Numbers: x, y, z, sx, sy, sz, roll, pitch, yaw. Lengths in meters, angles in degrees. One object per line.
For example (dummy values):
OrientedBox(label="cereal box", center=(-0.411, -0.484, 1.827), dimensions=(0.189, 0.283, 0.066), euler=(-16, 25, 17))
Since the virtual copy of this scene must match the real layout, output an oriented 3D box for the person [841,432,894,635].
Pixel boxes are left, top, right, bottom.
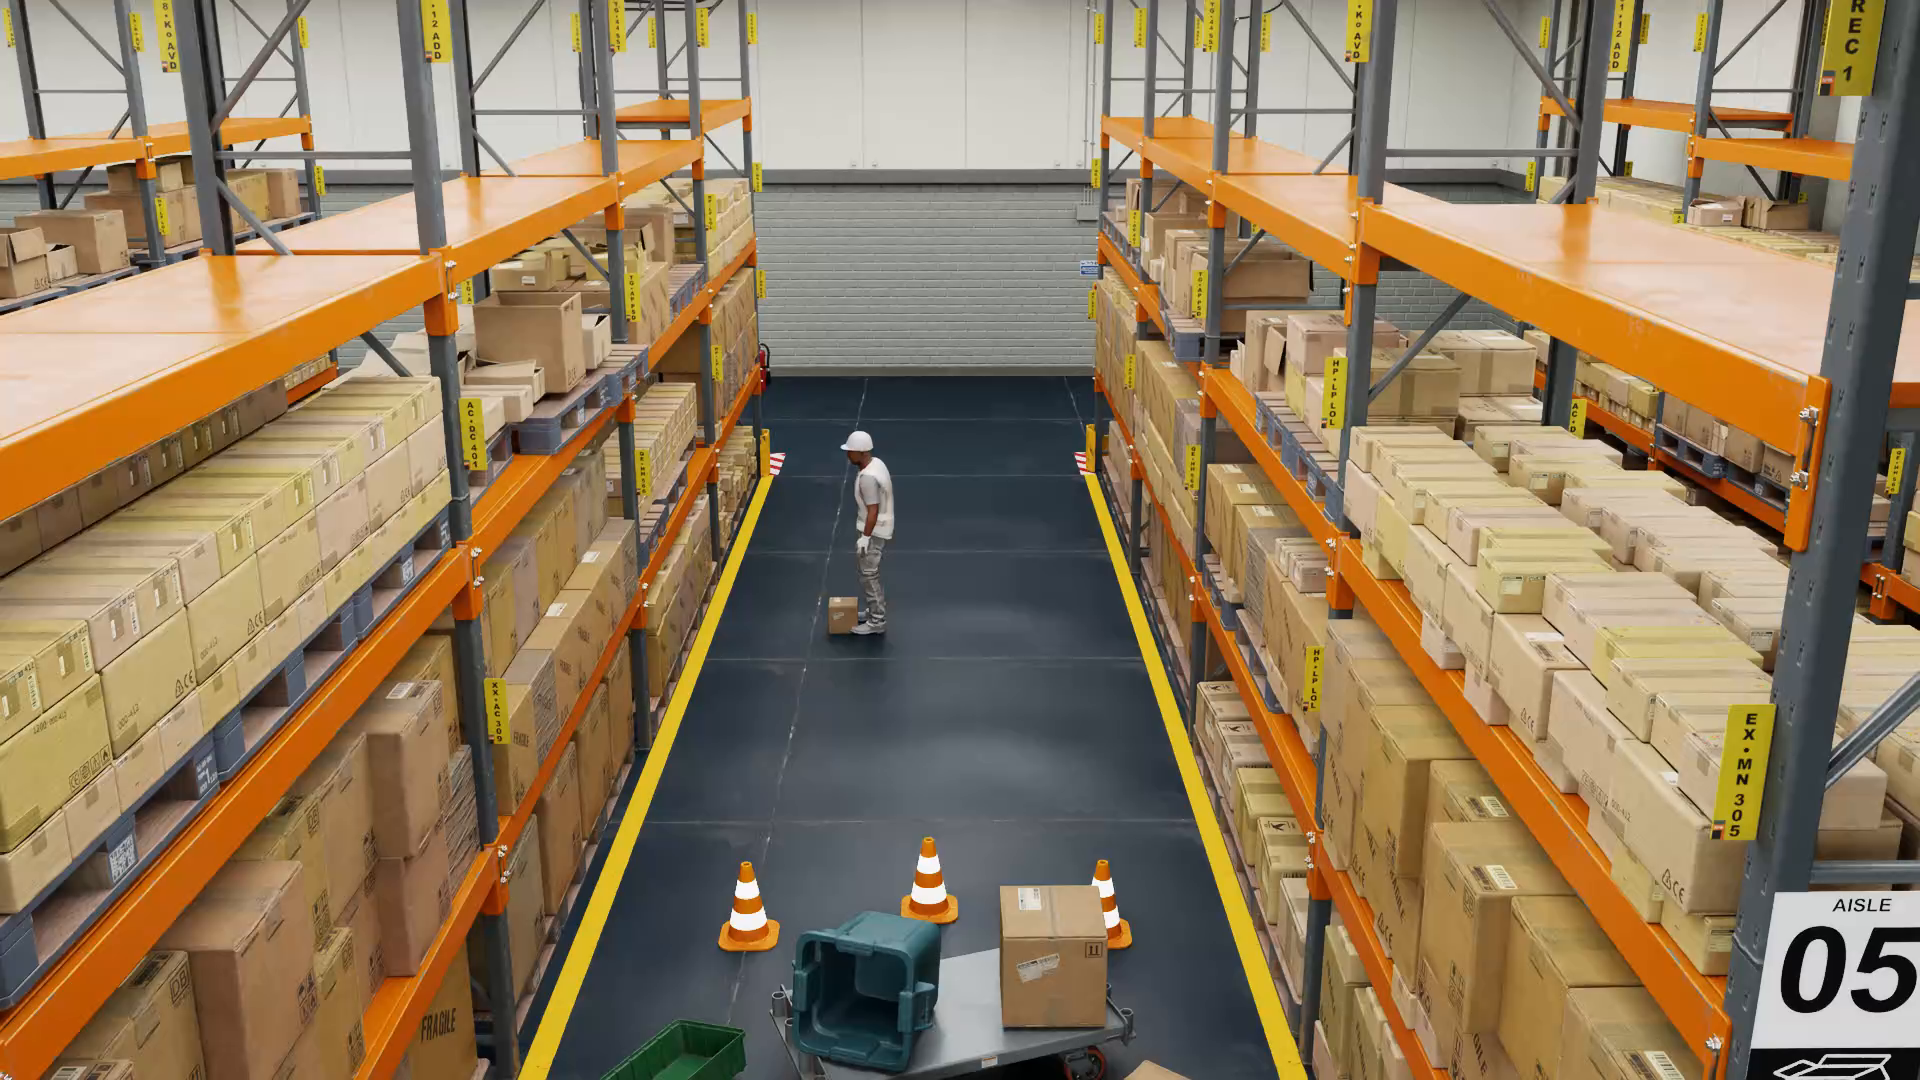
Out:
OrientedBox(label="person", center=(-0.788, -0.075, 14.362), dimensions=(0.446, 1.775, 0.619), euler=(0, 17, 0))
